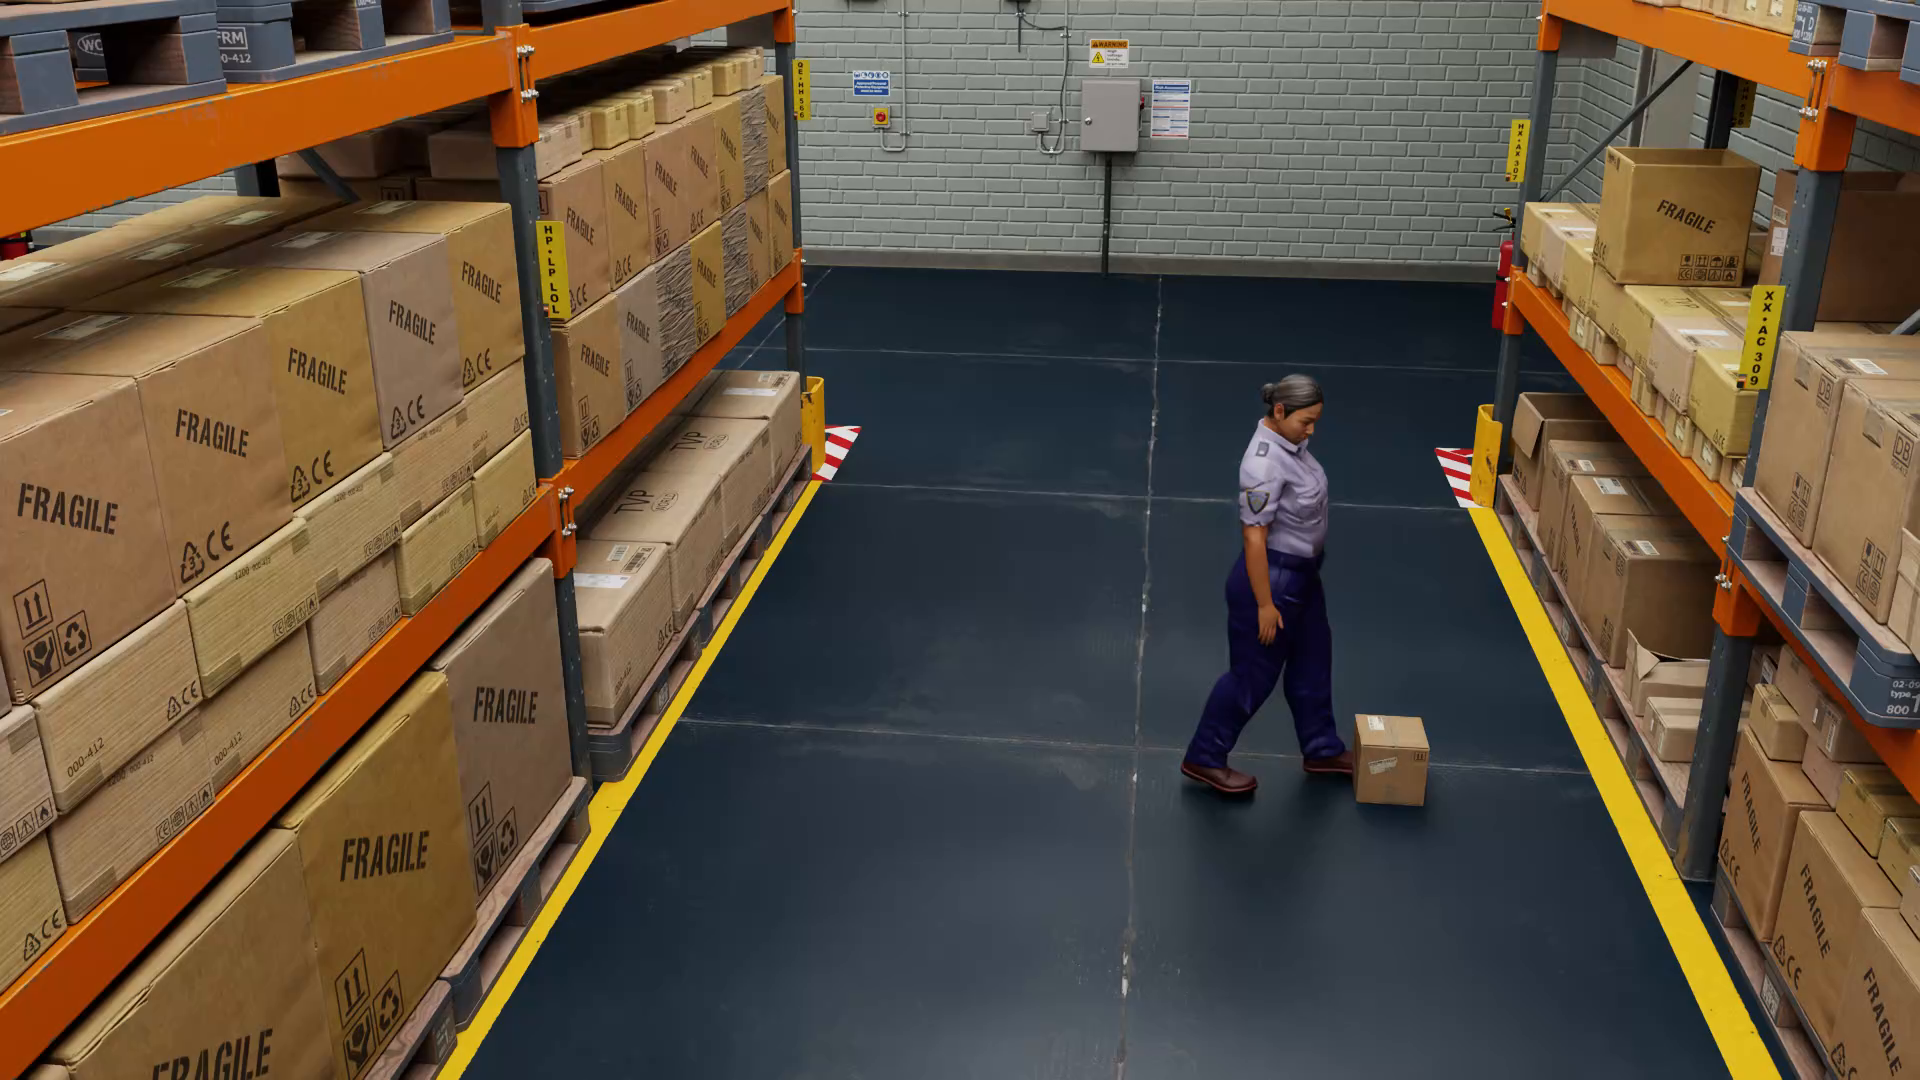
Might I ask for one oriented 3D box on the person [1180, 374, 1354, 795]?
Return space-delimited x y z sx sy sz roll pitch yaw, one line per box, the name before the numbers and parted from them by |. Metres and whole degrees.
person | 1.233 0.176 6.136 0.730 1.615 0.513 7 22 18
